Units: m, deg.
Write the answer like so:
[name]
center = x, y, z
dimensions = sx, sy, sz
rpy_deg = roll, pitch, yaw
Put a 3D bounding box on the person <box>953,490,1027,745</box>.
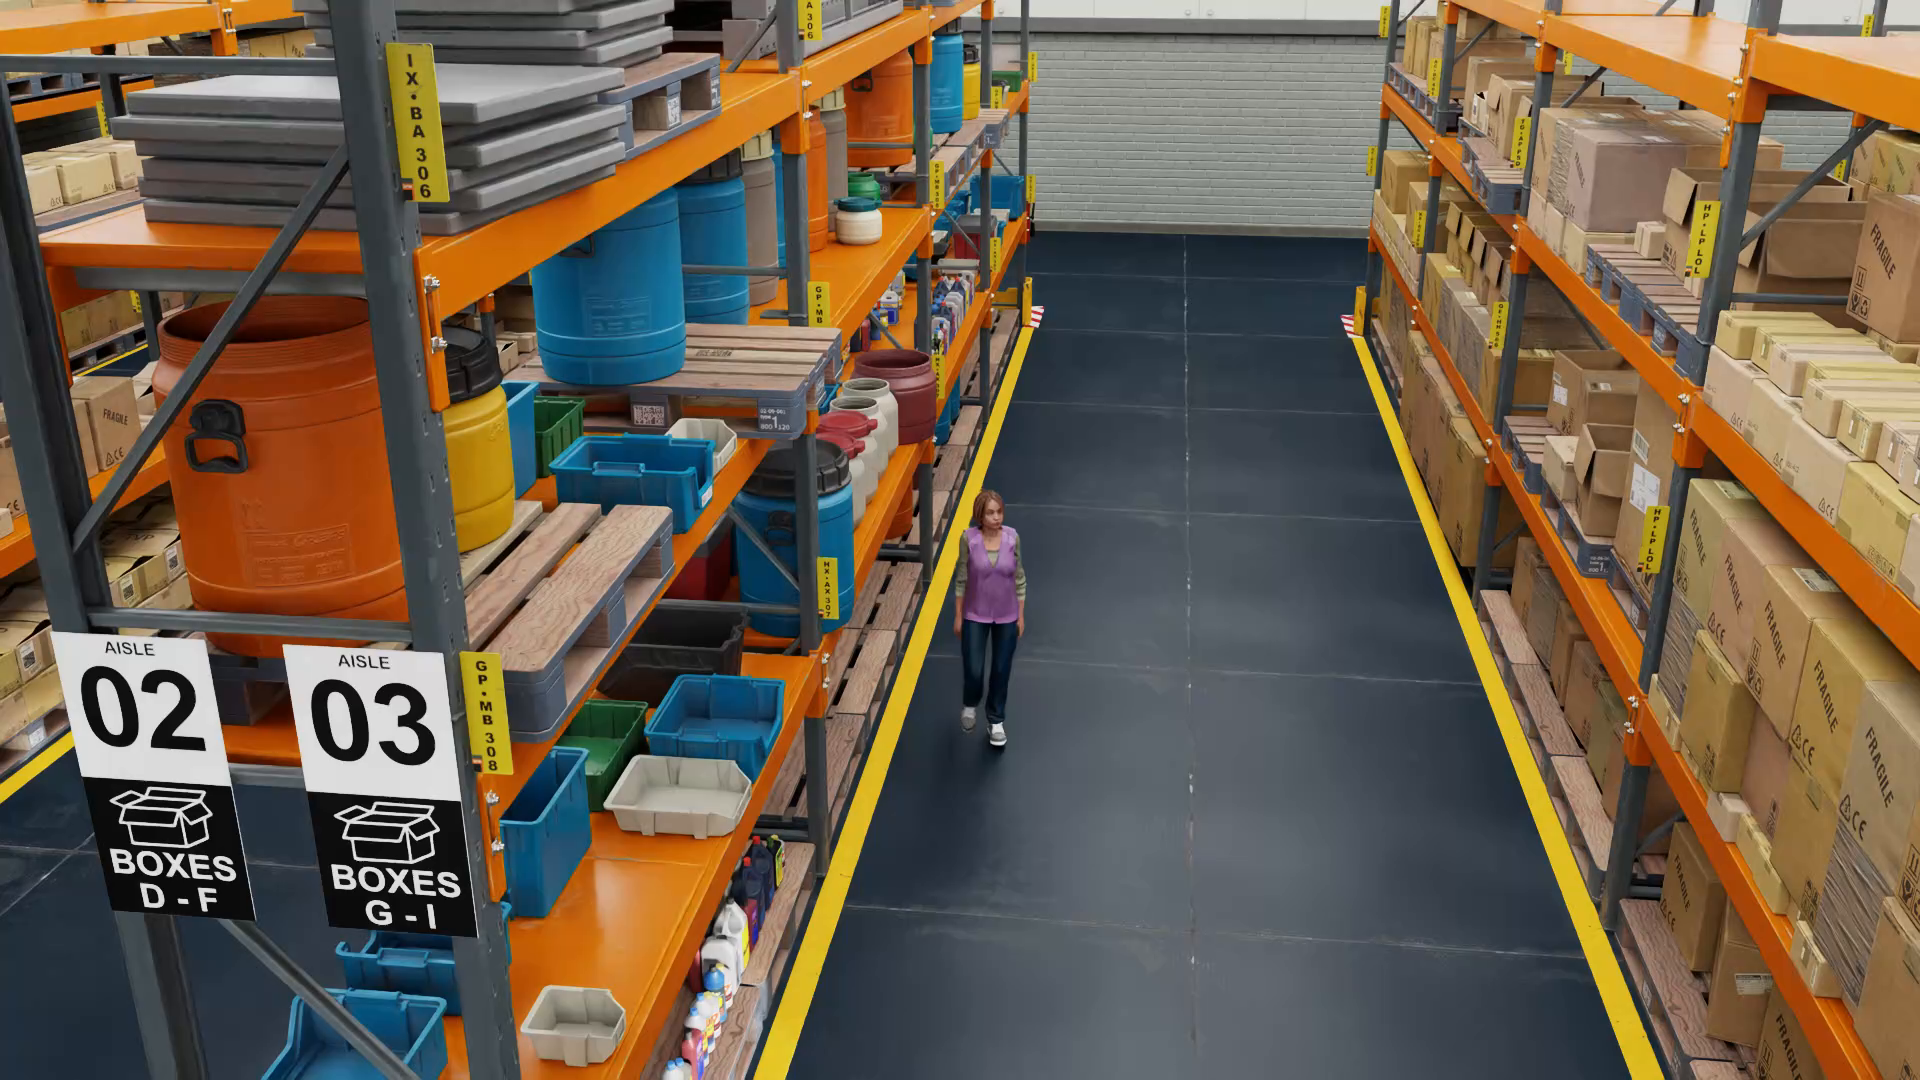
[person]
center = 0.183, 0.470, 9.829
dimensions = 0.434, 1.595, 0.427
rpy_deg = -3, 22, -8
